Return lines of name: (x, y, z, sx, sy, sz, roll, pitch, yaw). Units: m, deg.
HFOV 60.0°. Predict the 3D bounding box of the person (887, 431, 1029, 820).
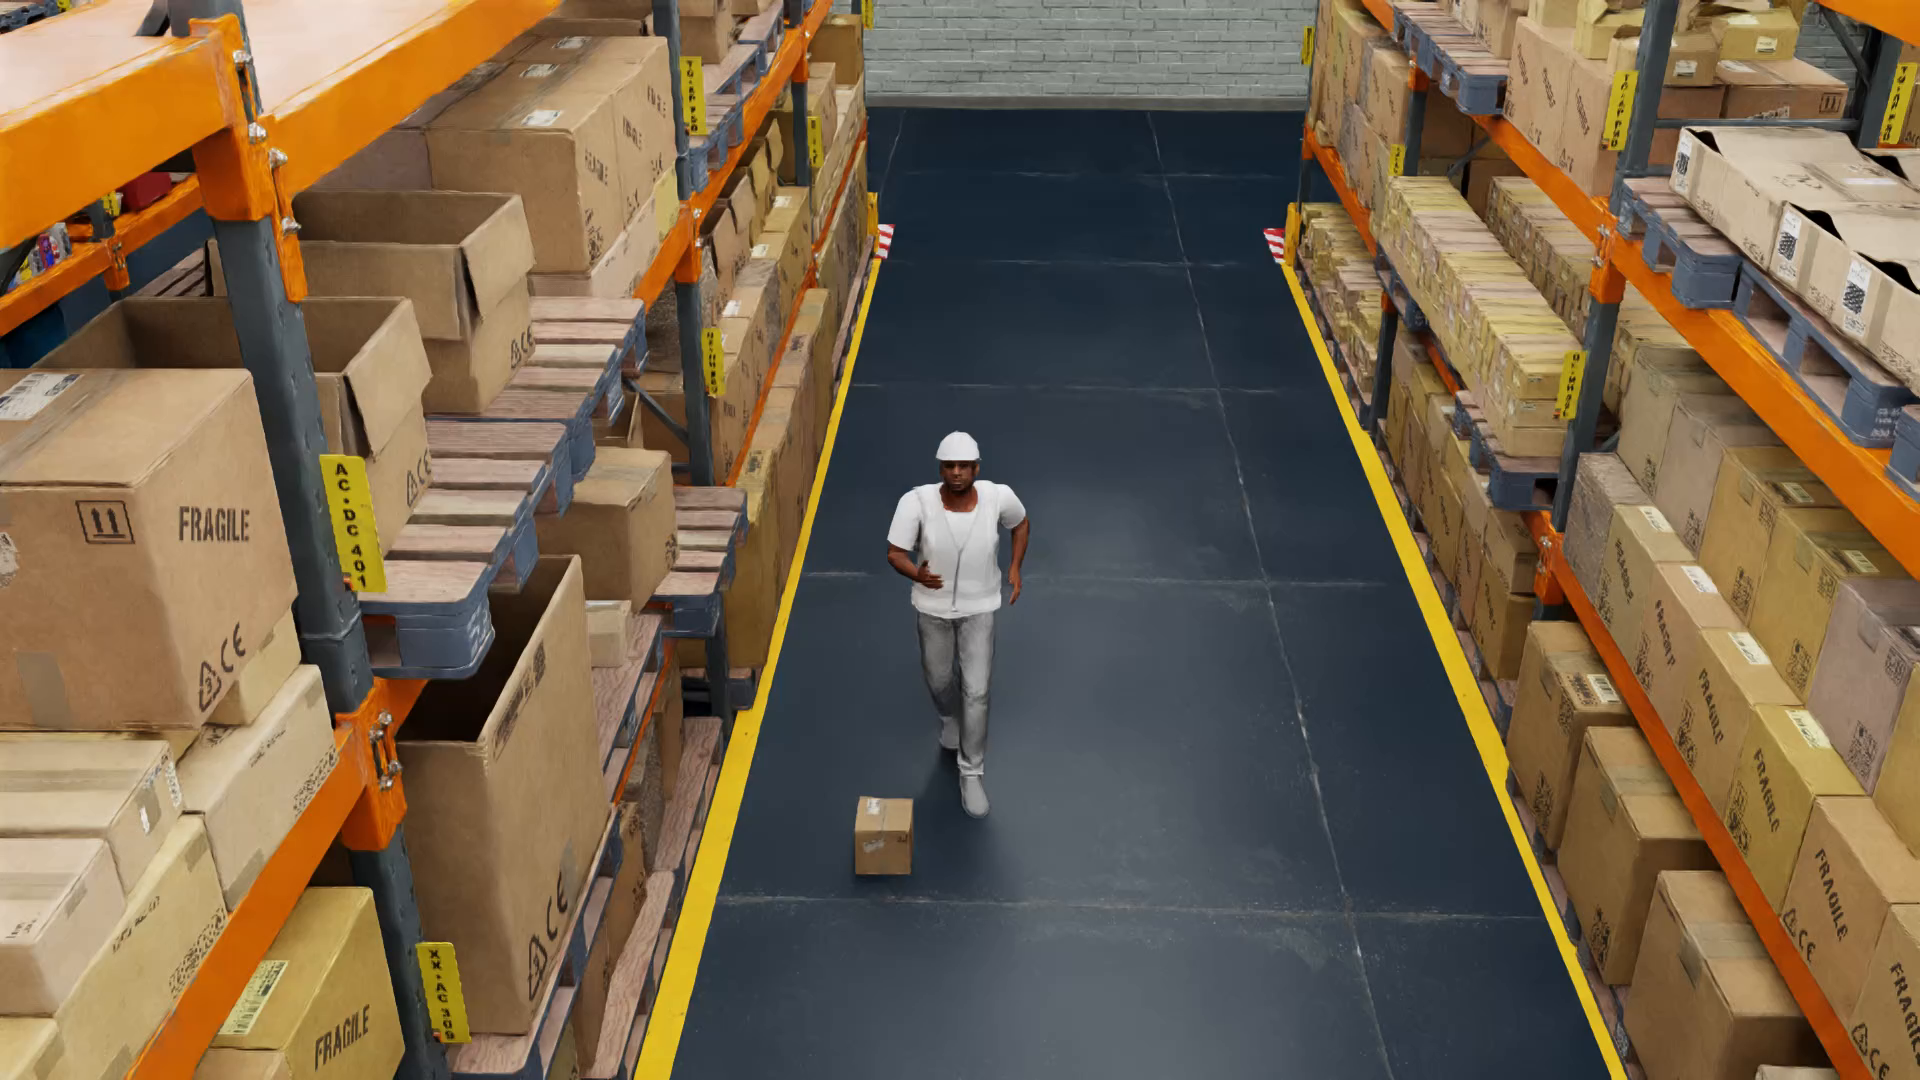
person: (-0.024, 0.360, 7.926, 0.662, 1.746, 0.865, 2, 28, 4)
